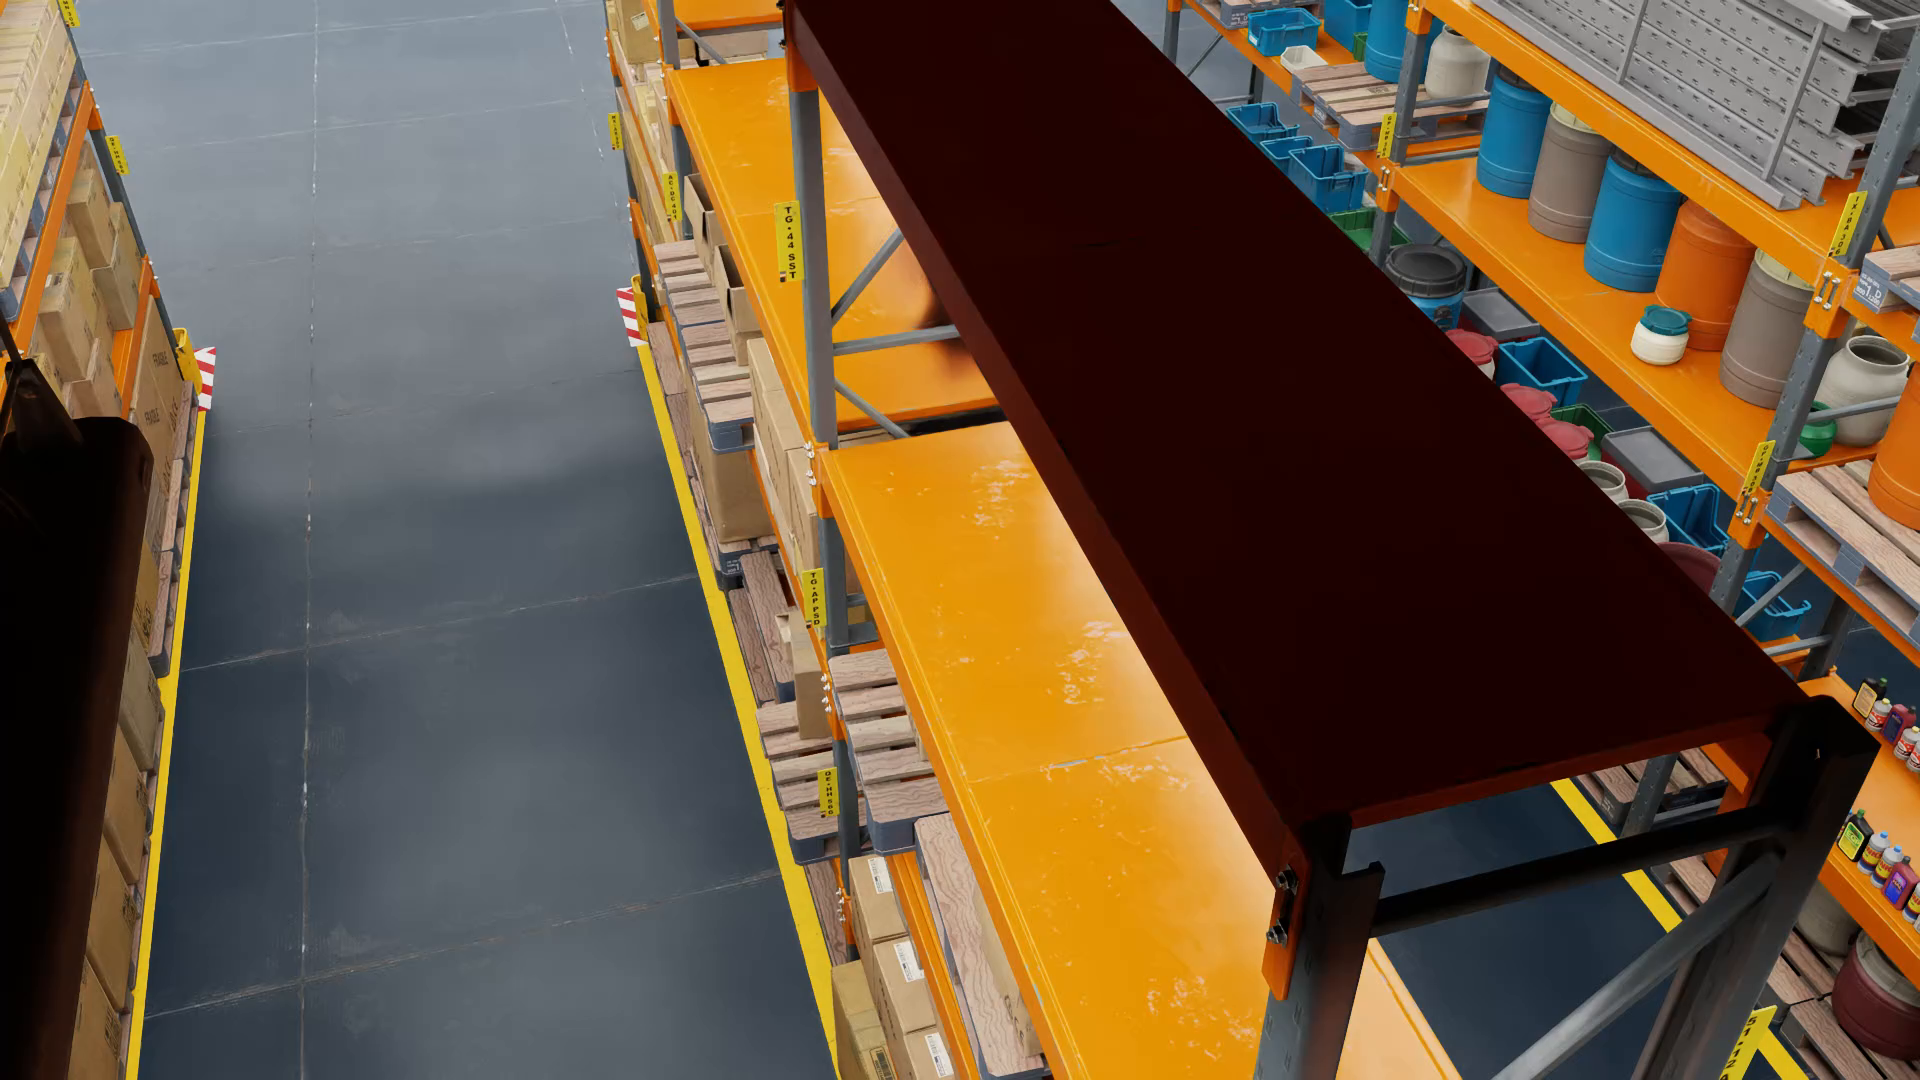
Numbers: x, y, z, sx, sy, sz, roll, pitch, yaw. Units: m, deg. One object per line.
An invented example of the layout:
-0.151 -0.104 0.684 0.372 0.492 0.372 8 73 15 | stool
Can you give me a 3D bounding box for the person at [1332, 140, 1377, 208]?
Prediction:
3.882 -3.714 16.115 0.766 1.739 0.698 30 47 32 | person
